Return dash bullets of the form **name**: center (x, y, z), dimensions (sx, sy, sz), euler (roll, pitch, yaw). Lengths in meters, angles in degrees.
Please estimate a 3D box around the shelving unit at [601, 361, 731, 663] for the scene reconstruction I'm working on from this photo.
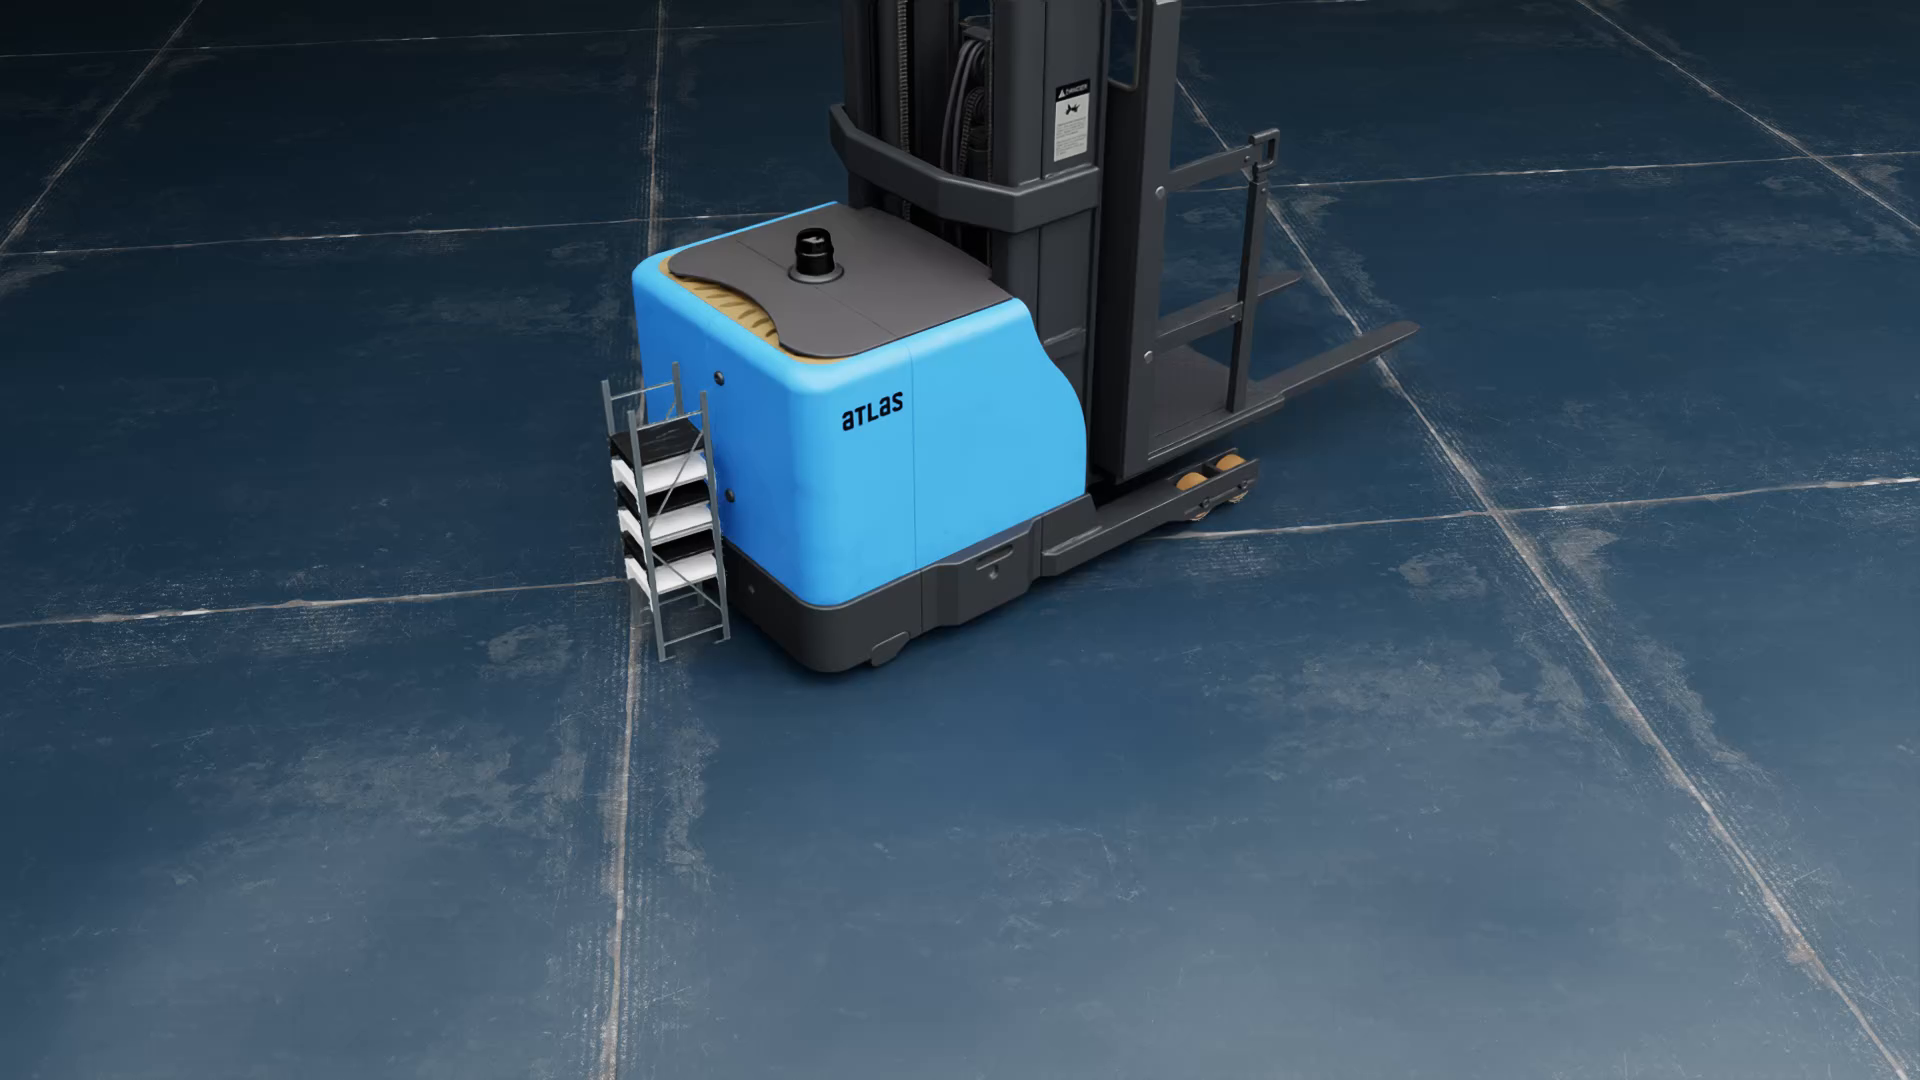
- **shelving unit**: center (-0.886, -0.073, 5.058), dimensions (0.258, 0.900, 0.210), euler (-19, 39, -25)

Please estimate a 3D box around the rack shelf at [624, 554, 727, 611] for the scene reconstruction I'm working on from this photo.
- **rack shelf**: center (-0.886, 0.103, 5.178), dimensions (0.258, 0.077, 0.200), euler (-19, 39, -25)

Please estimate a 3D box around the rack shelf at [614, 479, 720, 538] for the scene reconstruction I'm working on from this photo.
- **rack shelf**: center (-0.886, -0.120, 5.026), dimensions (0.258, 0.077, 0.200), euler (-19, 39, -25)

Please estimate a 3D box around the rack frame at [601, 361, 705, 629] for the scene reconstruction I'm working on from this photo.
- **rack frame**: center (-0.938, -0.123, 5.130), dimensions (0.240, 0.900, 0.006), euler (-19, 39, -25)

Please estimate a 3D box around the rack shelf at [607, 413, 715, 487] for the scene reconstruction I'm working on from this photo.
- **rack shelf**: center (-0.886, -0.269, 4.924), dimensions (0.258, 0.077, 0.200), euler (-19, 39, -25)

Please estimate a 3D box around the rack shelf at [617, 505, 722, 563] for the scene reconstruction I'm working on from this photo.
- **rack shelf**: center (-0.886, -0.046, 5.077), dimensions (0.258, 0.077, 0.200), euler (-19, 39, -25)

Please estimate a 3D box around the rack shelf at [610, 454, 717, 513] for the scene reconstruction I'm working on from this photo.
- **rack shelf**: center (-0.886, -0.194, 4.975), dimensions (0.258, 0.077, 0.200), euler (-19, 39, -25)

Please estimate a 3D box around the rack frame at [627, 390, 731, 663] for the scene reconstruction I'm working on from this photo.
- **rack frame**: center (-0.834, -0.024, 4.986), dimensions (0.240, 0.900, 0.006), euler (-19, 39, -25)

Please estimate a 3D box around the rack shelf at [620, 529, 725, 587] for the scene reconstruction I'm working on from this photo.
- **rack shelf**: center (-0.886, 0.028, 5.128), dimensions (0.258, 0.077, 0.200), euler (-19, 39, -25)

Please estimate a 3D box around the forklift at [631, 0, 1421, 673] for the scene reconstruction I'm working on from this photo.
- **forklift**: center (0.440, -1.489, 5.332), dimensions (3.031, 2.935, 1.130), euler (-24, 41, -31)
